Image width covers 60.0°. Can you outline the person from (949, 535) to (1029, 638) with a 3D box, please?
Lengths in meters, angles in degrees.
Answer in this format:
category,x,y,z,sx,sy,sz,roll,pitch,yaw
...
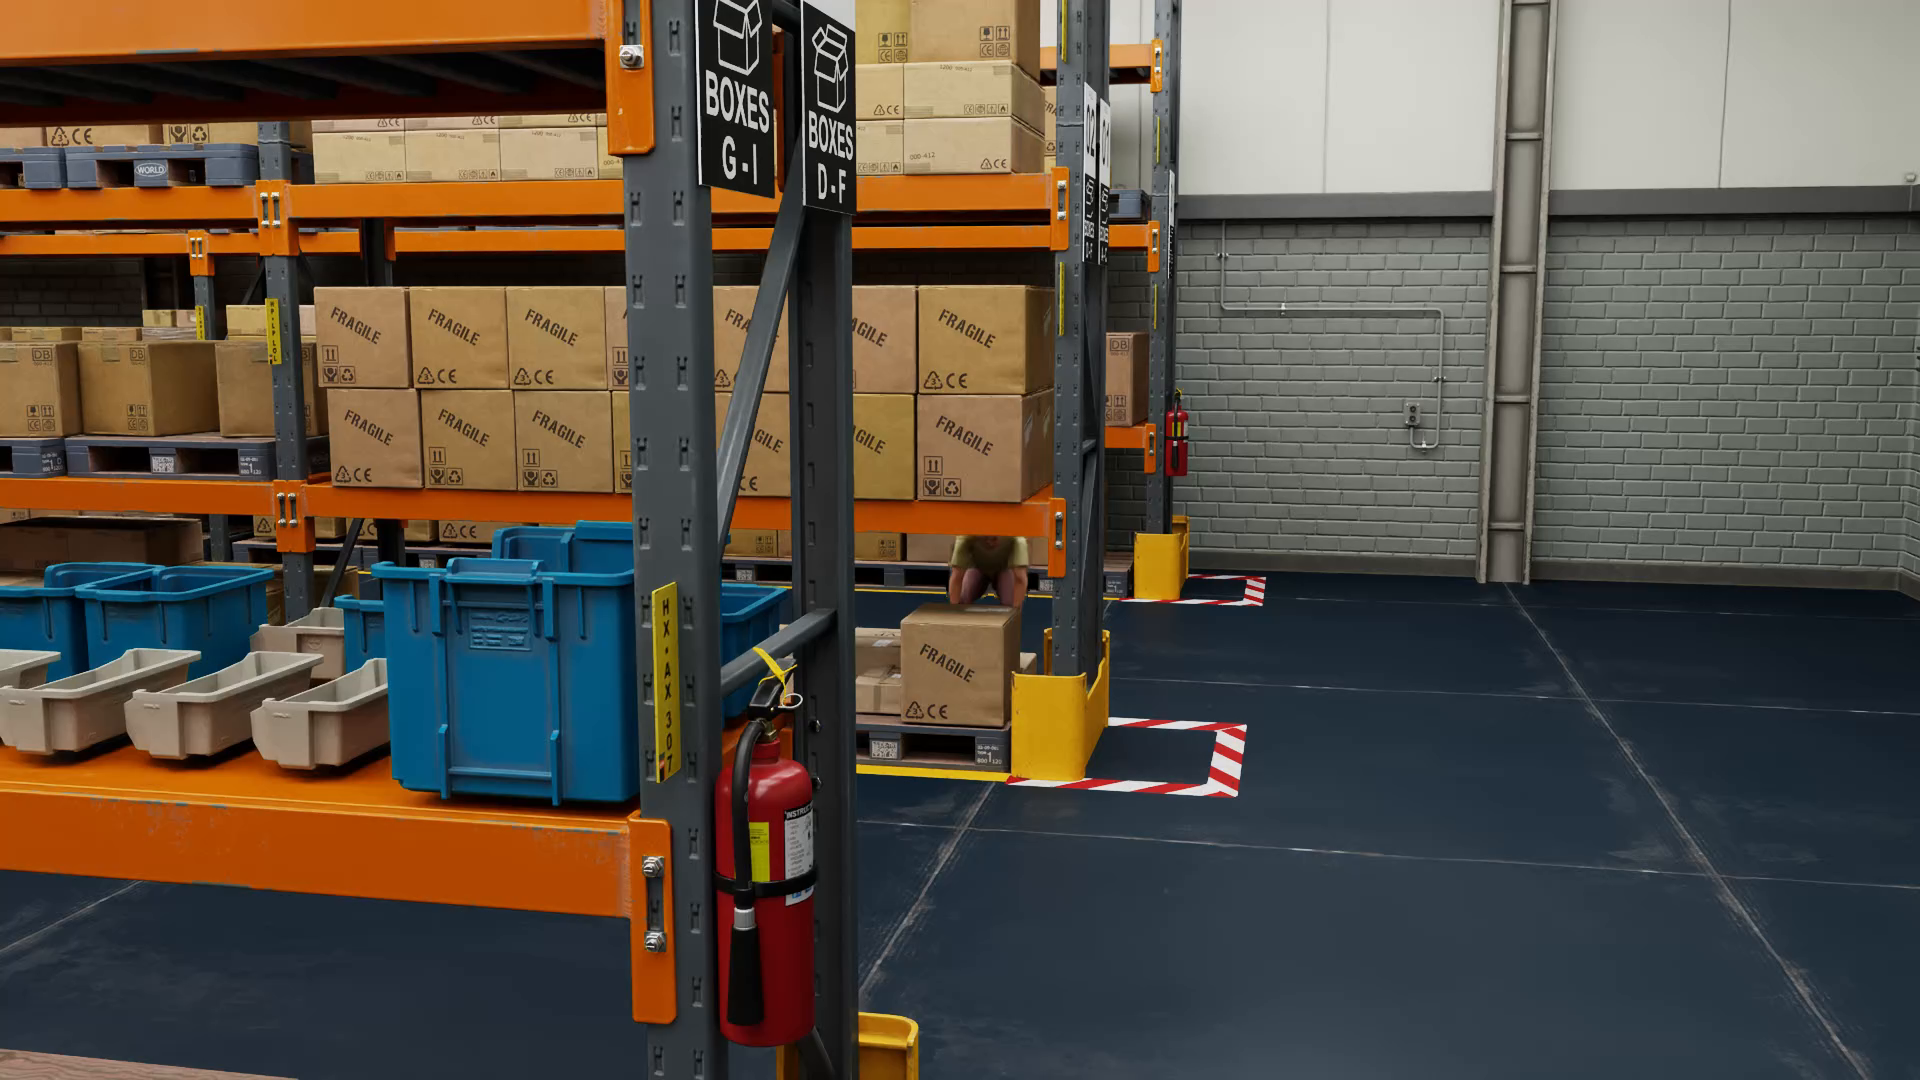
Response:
category,x,y,z,sx,sy,sz,roll,pitch,yaw
person,0.204,0.265,10.287,0.491,1.023,0.777,2,8,11
